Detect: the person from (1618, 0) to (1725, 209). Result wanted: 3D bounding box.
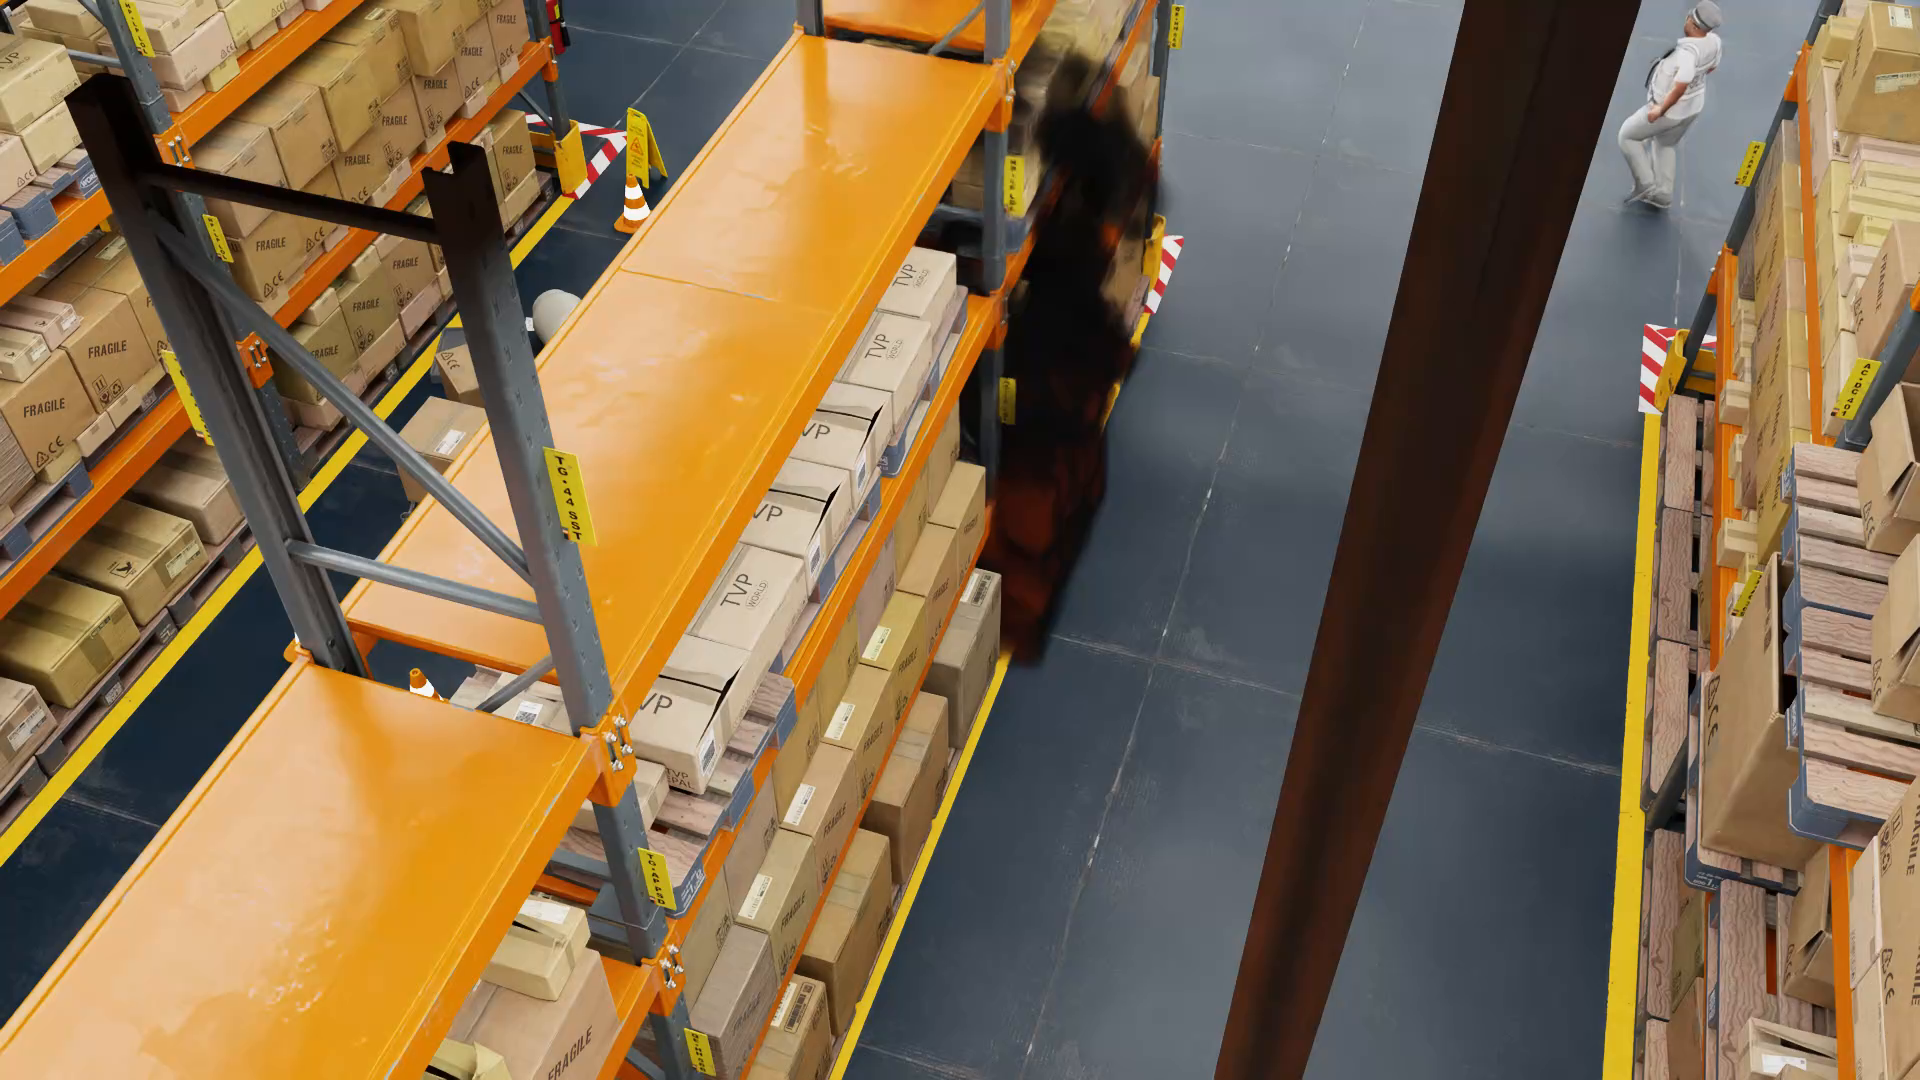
[{"bbox_3d":[5.675,-3.503,13.345,0.669,1.771,0.649,-23,50,-21],"label":"person"}]
